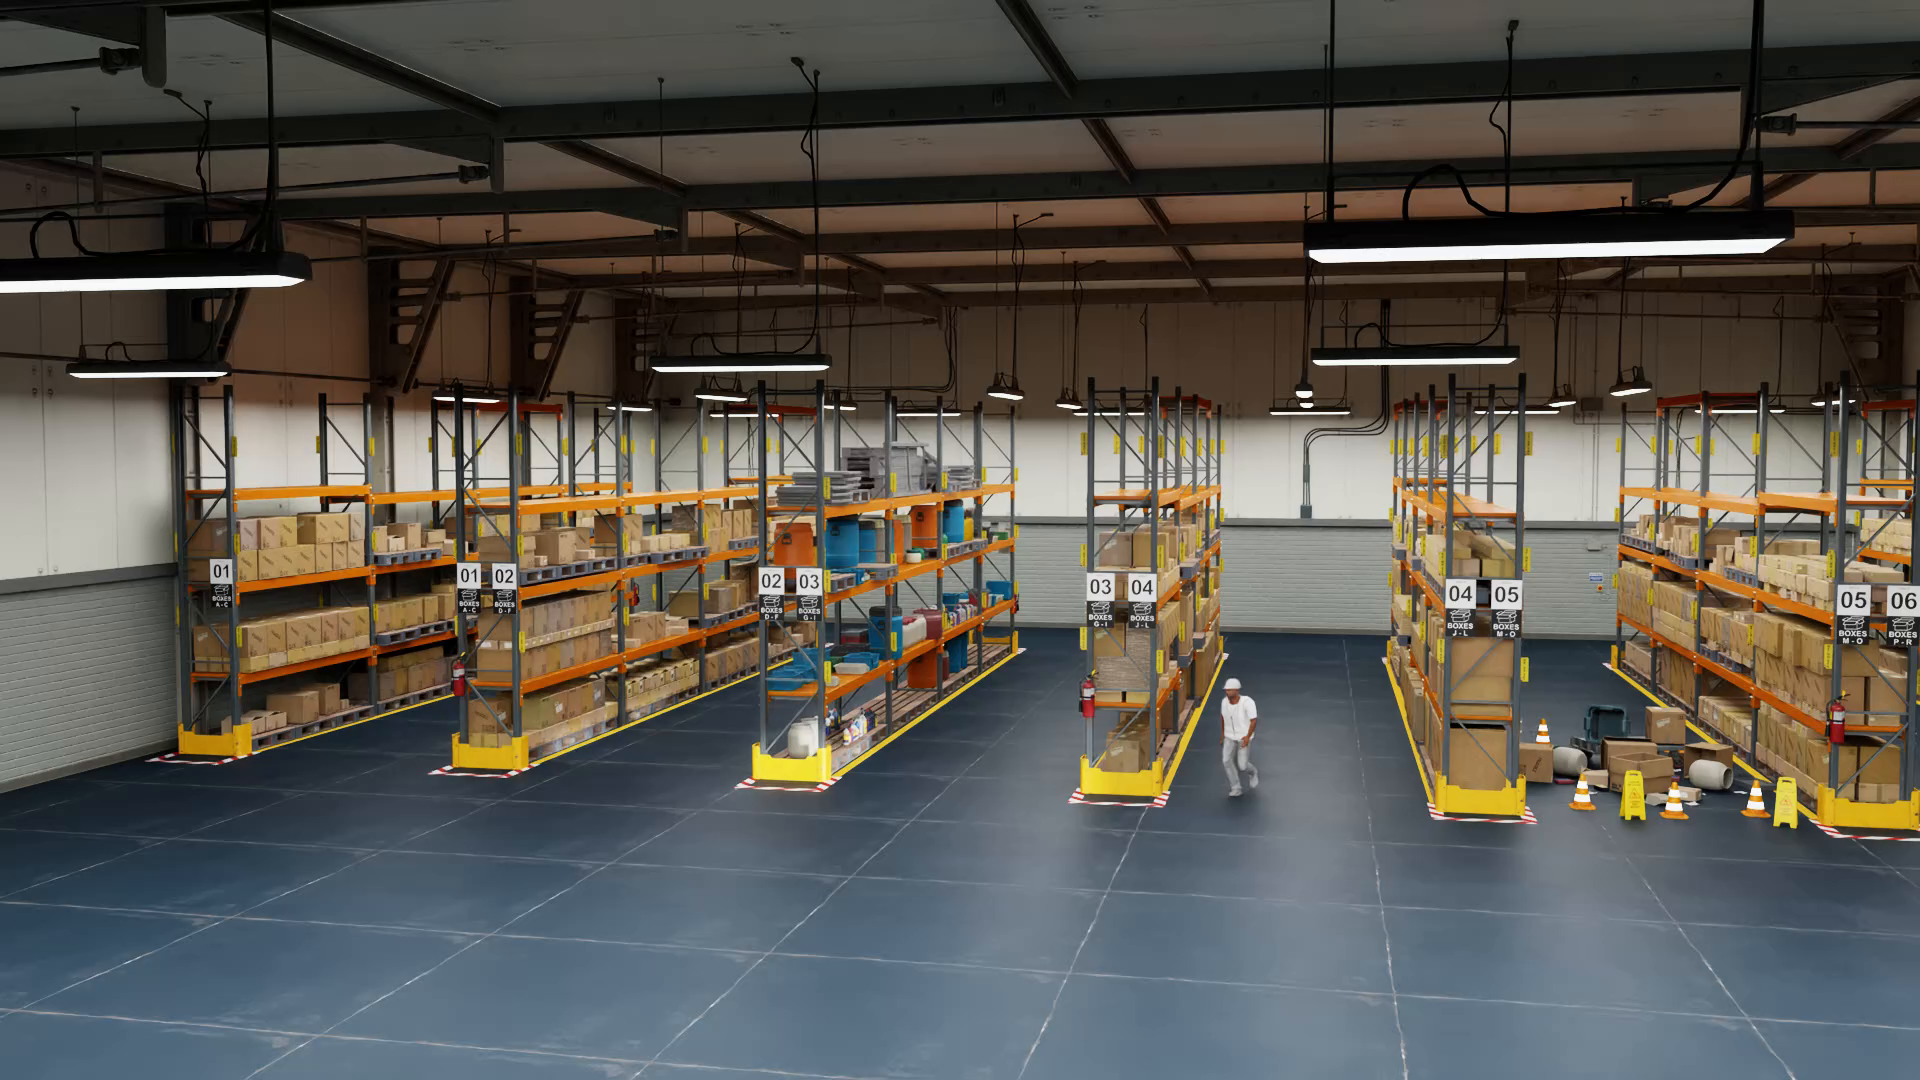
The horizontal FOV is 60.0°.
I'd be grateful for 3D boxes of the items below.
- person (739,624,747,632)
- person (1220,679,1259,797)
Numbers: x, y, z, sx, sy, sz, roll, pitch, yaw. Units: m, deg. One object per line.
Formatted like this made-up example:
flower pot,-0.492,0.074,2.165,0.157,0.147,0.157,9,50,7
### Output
person,-5.690,1.774,43.326,0.445,1.615,0.460,1,3,9
person,4.030,2.826,24.038,0.622,1.673,0.759,2,4,36
